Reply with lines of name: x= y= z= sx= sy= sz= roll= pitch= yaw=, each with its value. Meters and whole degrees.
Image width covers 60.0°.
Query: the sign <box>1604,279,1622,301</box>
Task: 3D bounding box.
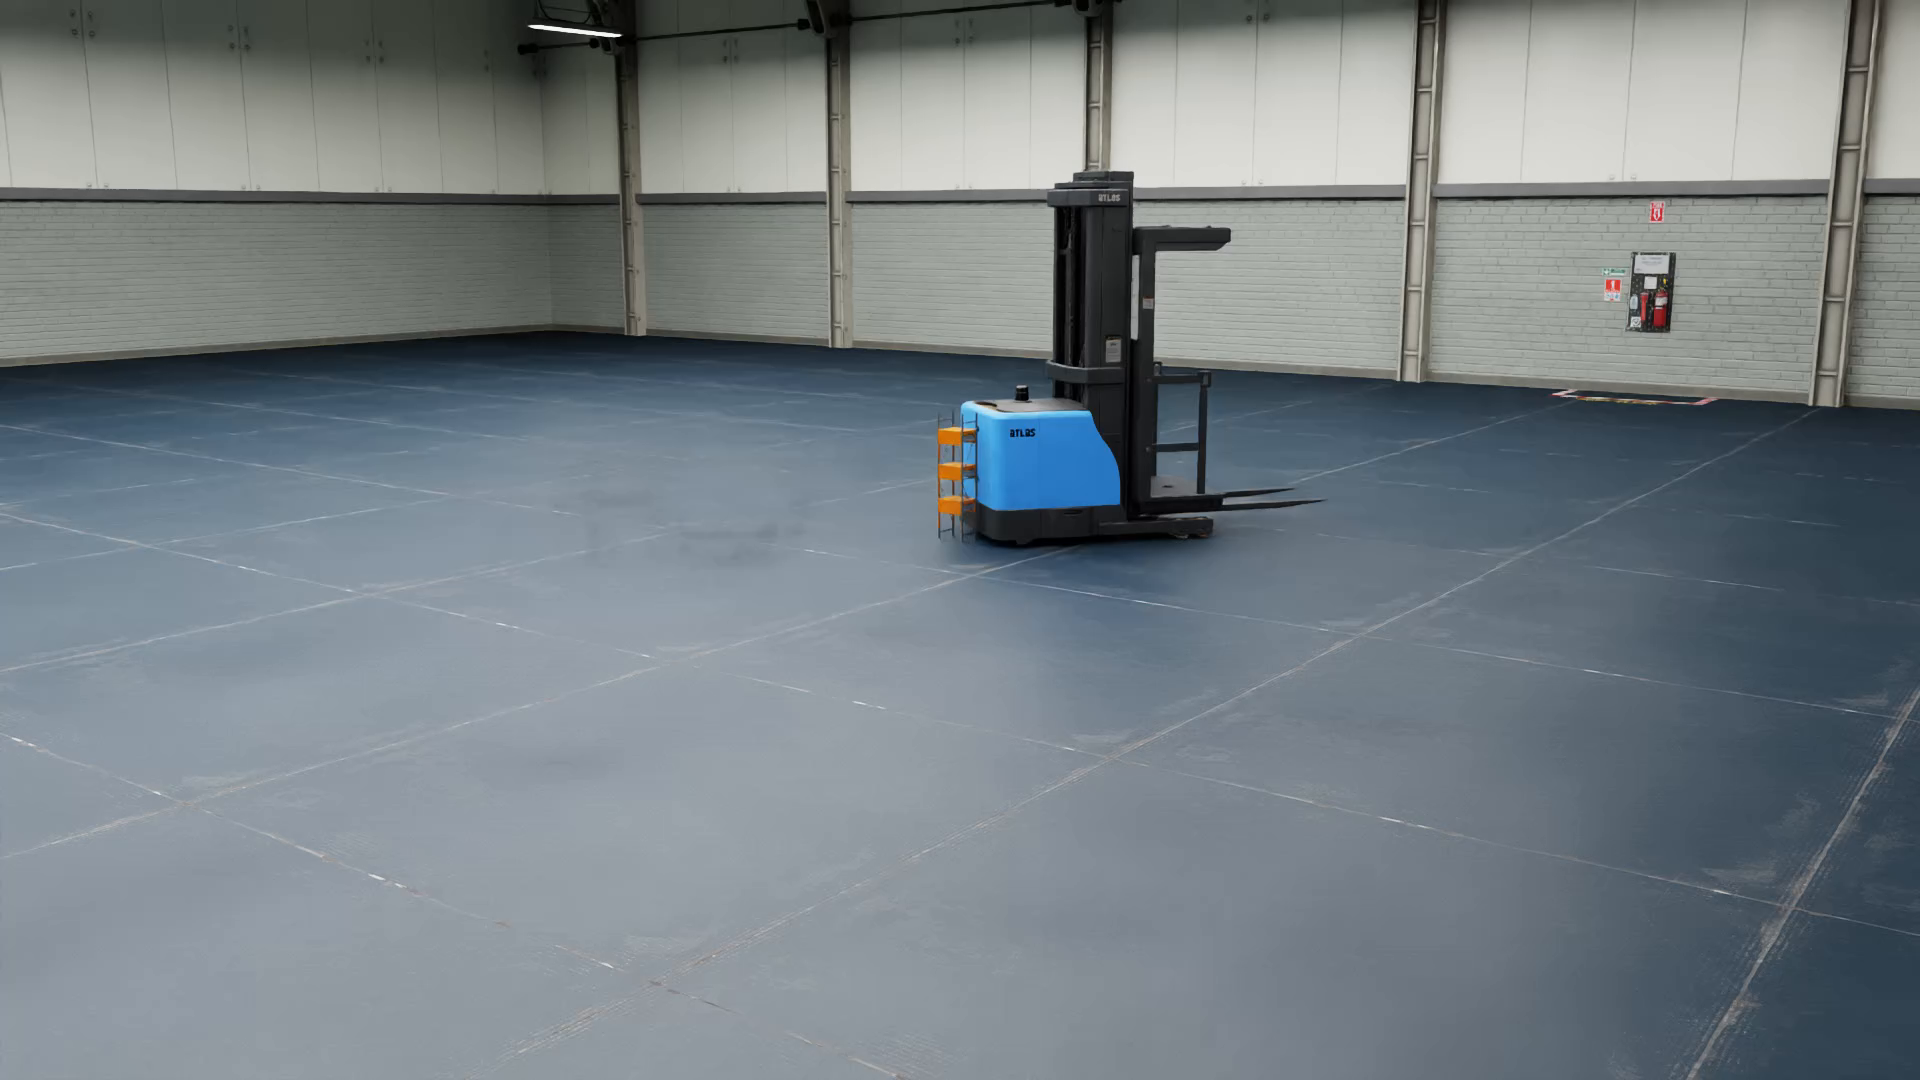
sign: x=9.743 y=-3.730 z=24.821 sx=0.234 sy=0.329 sz=0.001 roll=8 pitch=13 yaw=36

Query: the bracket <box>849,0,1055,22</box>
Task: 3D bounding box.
bracket: x=-0.210 y=-9.697 z=30.484 sx=4.783 sy=0.066 sz=0.076 roll=8 pitch=13 yaw=36

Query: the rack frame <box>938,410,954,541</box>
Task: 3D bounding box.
rack frame: x=-0.114 y=-0.522 z=13.462 sx=0.008 sy=1.050 sz=0.200 roll=9 pitch=14 yaw=38

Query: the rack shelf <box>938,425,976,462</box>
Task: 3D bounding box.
rack shelf: x=-0.019 y=-0.775 z=13.335 sx=0.240 sy=0.259 sz=0.215 roll=9 pitch=14 yaw=38

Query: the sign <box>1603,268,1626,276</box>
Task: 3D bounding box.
sign: x=9.741 y=-3.989 z=24.761 sx=0.331 sy=0.109 sz=0.001 roll=8 pitch=13 yaw=36

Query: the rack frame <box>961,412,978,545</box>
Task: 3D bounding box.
rack frame: x=0.077 y=-0.493 z=13.311 sx=0.008 sy=1.050 sz=0.200 roll=9 pitch=14 yaw=38

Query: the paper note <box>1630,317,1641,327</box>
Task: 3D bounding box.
paper note: x=10.026 y=-3.233 z=24.662 sx=0.142 sy=0.148 sz=0.016 roll=8 pitch=13 yaw=36

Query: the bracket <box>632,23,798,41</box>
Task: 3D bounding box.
bracket: x=-5.046 y=-10.371 z=33.971 sx=4.783 sy=0.066 sz=0.076 roll=8 pitch=13 yaw=36

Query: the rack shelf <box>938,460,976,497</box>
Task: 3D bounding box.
rack shelf: x=-0.019 y=-0.497 z=13.389 sx=0.240 sy=0.259 sz=0.215 roll=9 pitch=14 yaw=38

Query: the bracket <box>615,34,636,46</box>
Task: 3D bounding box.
bracket: x=-7.123 y=-10.661 z=35.468 sx=0.430 sy=0.232 sz=0.235 roll=8 pitch=13 yaw=36

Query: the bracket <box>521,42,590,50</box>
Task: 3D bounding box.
bracket: x=-9.226 y=-10.954 z=36.985 sx=3.189 sy=0.066 sz=0.076 roll=8 pitch=13 yaw=36

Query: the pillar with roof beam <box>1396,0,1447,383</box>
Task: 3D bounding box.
pillar with roof beam: x=4.713 y=-6.312 z=22.465 sx=0.400 sy=9.000 sz=9.100 roll=8 pitch=13 yaw=36

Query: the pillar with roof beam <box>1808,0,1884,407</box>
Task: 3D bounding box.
pillar with roof beam: x=9.549 y=-5.638 z=18.978 sx=0.400 sy=9.000 sz=9.100 roll=8 pitch=13 yaw=36

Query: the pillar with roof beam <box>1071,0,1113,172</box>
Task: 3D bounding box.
pillar with roof beam: x=-0.123 y=-6.987 z=25.952 sx=0.548 sy=9.000 sz=9.100 roll=8 pitch=13 yaw=36

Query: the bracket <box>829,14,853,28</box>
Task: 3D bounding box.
bracket: x=-2.287 y=-9.986 z=31.981 sx=0.430 sy=0.232 sz=0.235 roll=8 pitch=13 yaw=36

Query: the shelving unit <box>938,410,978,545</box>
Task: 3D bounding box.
shelving unit: x=-0.019 y=-0.507 z=13.386 sx=0.252 sy=1.050 sz=0.215 roll=9 pitch=14 yaw=38

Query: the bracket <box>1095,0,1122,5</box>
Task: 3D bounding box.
bracket: x=2.549 y=-9.312 z=28.495 sx=0.430 sy=0.232 sz=0.235 roll=8 pitch=13 yaw=36

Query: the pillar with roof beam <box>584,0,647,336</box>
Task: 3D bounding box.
pillar with roof beam: x=-9.796 y=-8.336 z=32.926 sx=0.548 sy=9.000 sz=9.100 roll=8 pitch=13 yaw=36

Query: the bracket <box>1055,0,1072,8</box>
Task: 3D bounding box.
bracket: x=1.880 y=-9.405 z=28.977 sx=0.430 sy=0.232 sz=0.235 roll=8 pitch=13 yaw=36

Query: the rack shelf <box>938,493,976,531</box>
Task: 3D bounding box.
rack shelf: x=-0.019 y=-0.224 z=13.441 sx=0.240 sy=0.259 sz=0.215 roll=9 pitch=14 yaw=38

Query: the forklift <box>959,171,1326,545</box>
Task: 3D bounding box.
forklift: x=1.571 y=-1.538 z=13.764 sx=3.031 sy=2.935 sz=1.130 roll=-3 pitch=11 yaw=-17

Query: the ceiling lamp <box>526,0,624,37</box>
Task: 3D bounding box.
ceiling lamp: x=-7.069 y=-10.667 z=29.607 sx=0.800 sy=3.185 sz=2.000 roll=8 pitch=13 yaw=36

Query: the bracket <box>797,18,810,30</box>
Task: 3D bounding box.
bracket: x=-2.956 y=-10.080 z=32.464 sx=0.430 sy=0.232 sz=0.235 roll=8 pitch=13 yaw=36

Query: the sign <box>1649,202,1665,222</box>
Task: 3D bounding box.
sign: x=10.180 y=-4.789 z=24.284 sx=0.199 sy=0.298 sz=0.001 roll=8 pitch=13 yaw=36

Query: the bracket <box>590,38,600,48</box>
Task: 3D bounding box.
bracket: x=-7.792 y=-10.754 z=35.951 sx=0.430 sy=0.232 sz=0.235 roll=8 pitch=13 yaw=36

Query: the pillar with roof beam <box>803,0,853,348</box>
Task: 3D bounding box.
pillar with roof beam: x=-4.959 y=-7.661 z=29.439 sx=0.548 sy=9.000 sz=9.100 roll=8 pitch=13 yaw=36

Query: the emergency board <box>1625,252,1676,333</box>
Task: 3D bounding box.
emergency board: x=10.128 y=-3.635 z=24.421 sx=0.643 sy=1.169 sz=0.194 roll=8 pitch=13 yaw=36

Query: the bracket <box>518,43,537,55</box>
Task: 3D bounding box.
bracket: x=-9.702 y=-11.021 z=37.328 sx=0.430 sy=0.232 sz=0.235 roll=8 pitch=13 yaw=36
